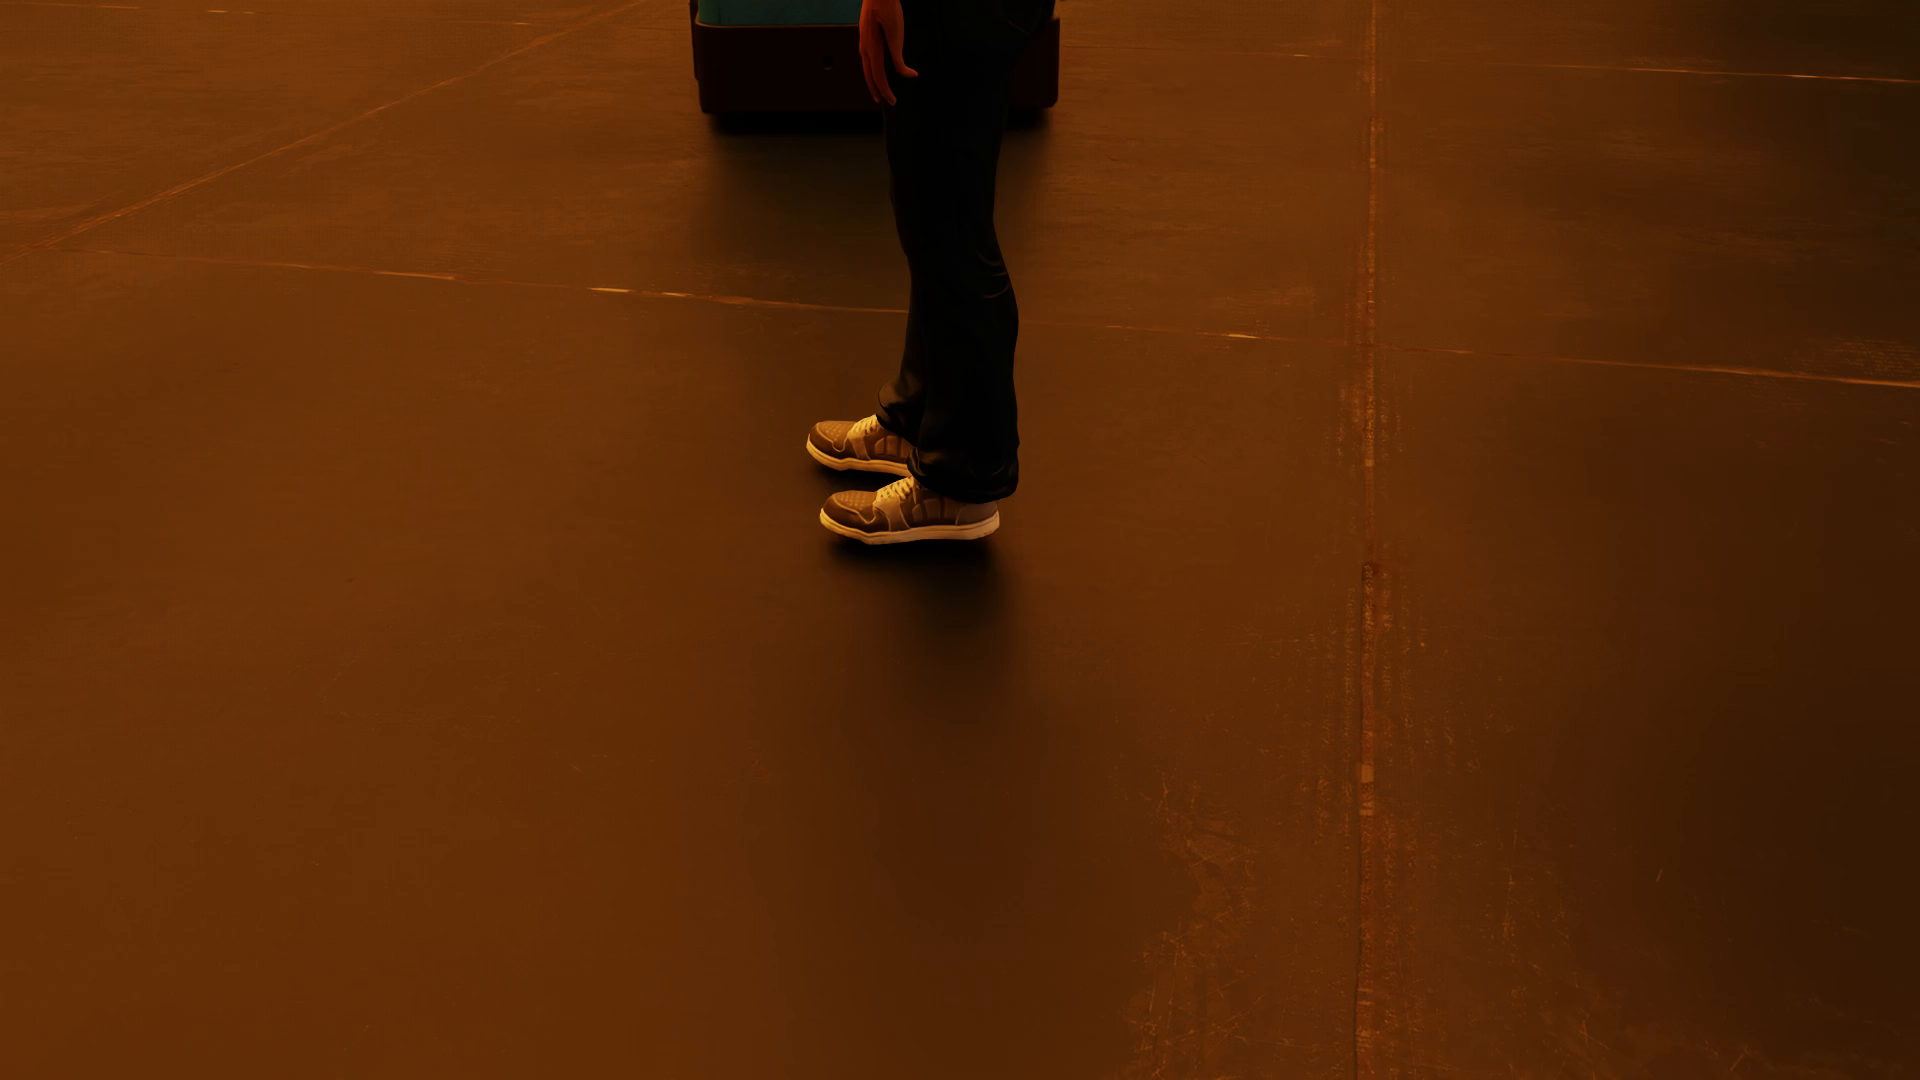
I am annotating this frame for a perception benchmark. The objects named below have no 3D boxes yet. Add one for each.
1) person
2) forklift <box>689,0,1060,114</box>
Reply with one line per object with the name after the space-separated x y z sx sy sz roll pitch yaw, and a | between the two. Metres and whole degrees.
-0.069 -0.733 2.164 0.476 1.597 0.520 6 27 11 | person
-0.348 -3.162 5.514 1.130 2.935 3.031 -2 27 -4 | forklift
